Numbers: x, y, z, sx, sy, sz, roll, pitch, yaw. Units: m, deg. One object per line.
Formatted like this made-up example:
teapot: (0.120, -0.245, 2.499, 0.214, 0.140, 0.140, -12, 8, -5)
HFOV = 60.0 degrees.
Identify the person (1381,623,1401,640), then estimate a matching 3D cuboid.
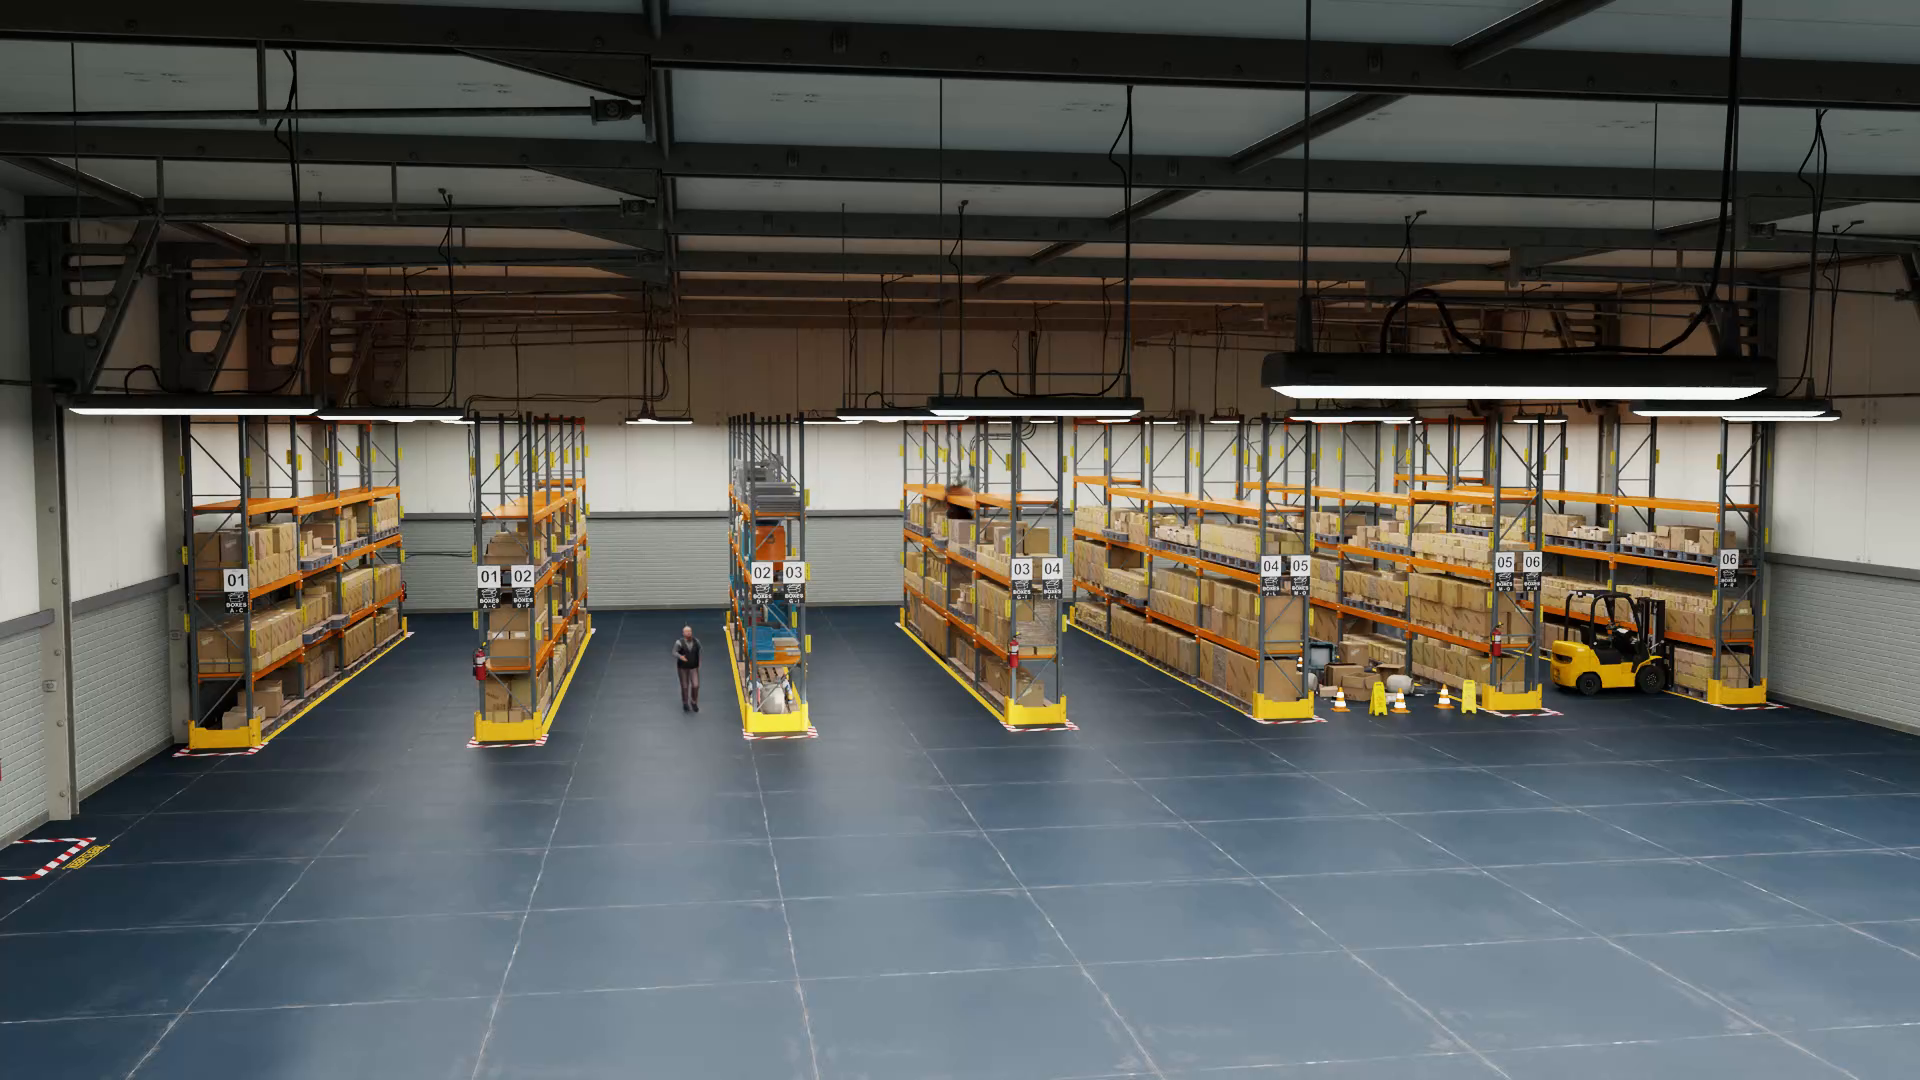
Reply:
person: (11.331, 1.864, 43.640, 0.641, 1.820, 0.740, -1, 4, -16)

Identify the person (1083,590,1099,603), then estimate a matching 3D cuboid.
person: (3.953, 1.503, 49.793, 0.521, 1.679, 0.737, 2, 4, 25)

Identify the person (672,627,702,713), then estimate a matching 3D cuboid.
person: (-5.453, 2.605, 33.369, 0.644, 1.742, 0.738, -1, 4, -17)
